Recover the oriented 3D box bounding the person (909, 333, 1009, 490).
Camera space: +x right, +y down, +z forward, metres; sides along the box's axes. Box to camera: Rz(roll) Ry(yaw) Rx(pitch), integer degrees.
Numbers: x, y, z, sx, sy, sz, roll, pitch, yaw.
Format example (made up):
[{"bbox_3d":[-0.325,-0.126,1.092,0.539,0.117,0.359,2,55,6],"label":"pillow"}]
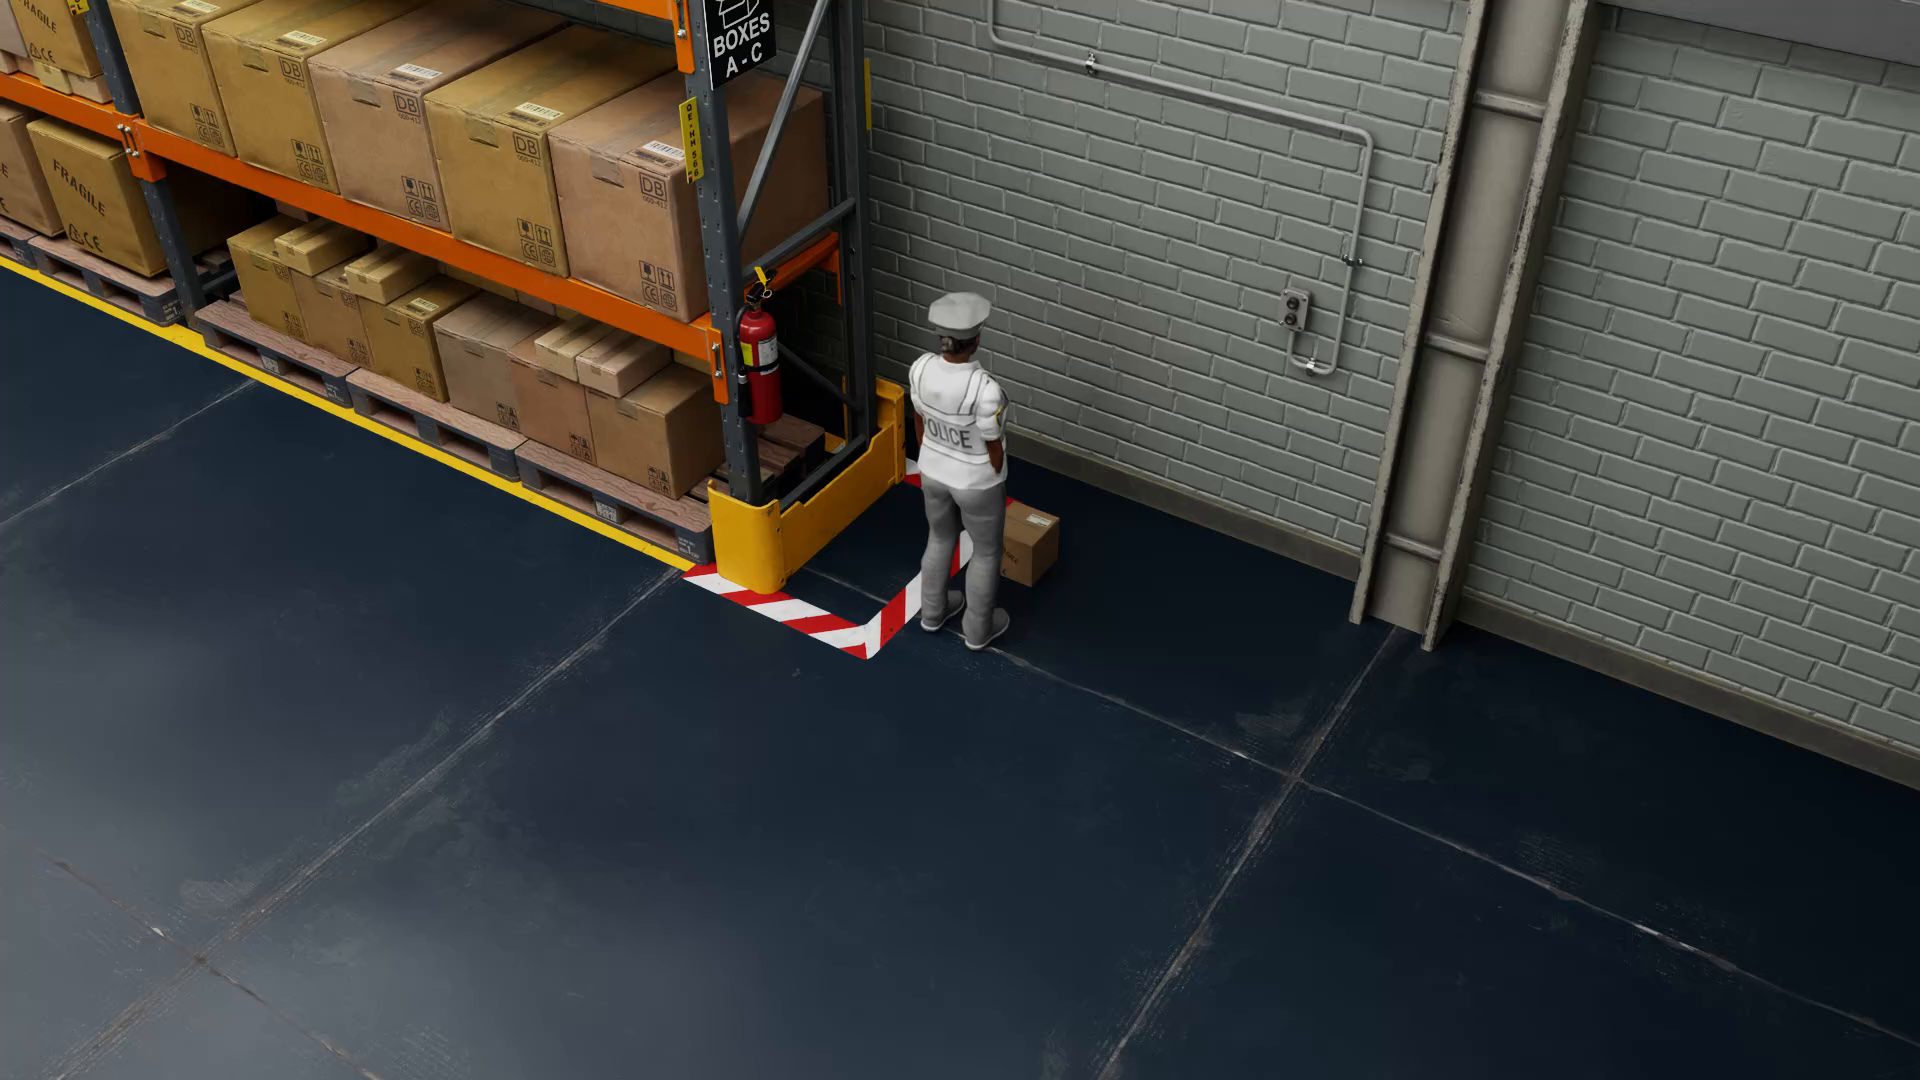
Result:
[{"bbox_3d":[0.002,-0.536,6.820,0.438,0.979,0.340,23,44,26],"label":"person"}]
